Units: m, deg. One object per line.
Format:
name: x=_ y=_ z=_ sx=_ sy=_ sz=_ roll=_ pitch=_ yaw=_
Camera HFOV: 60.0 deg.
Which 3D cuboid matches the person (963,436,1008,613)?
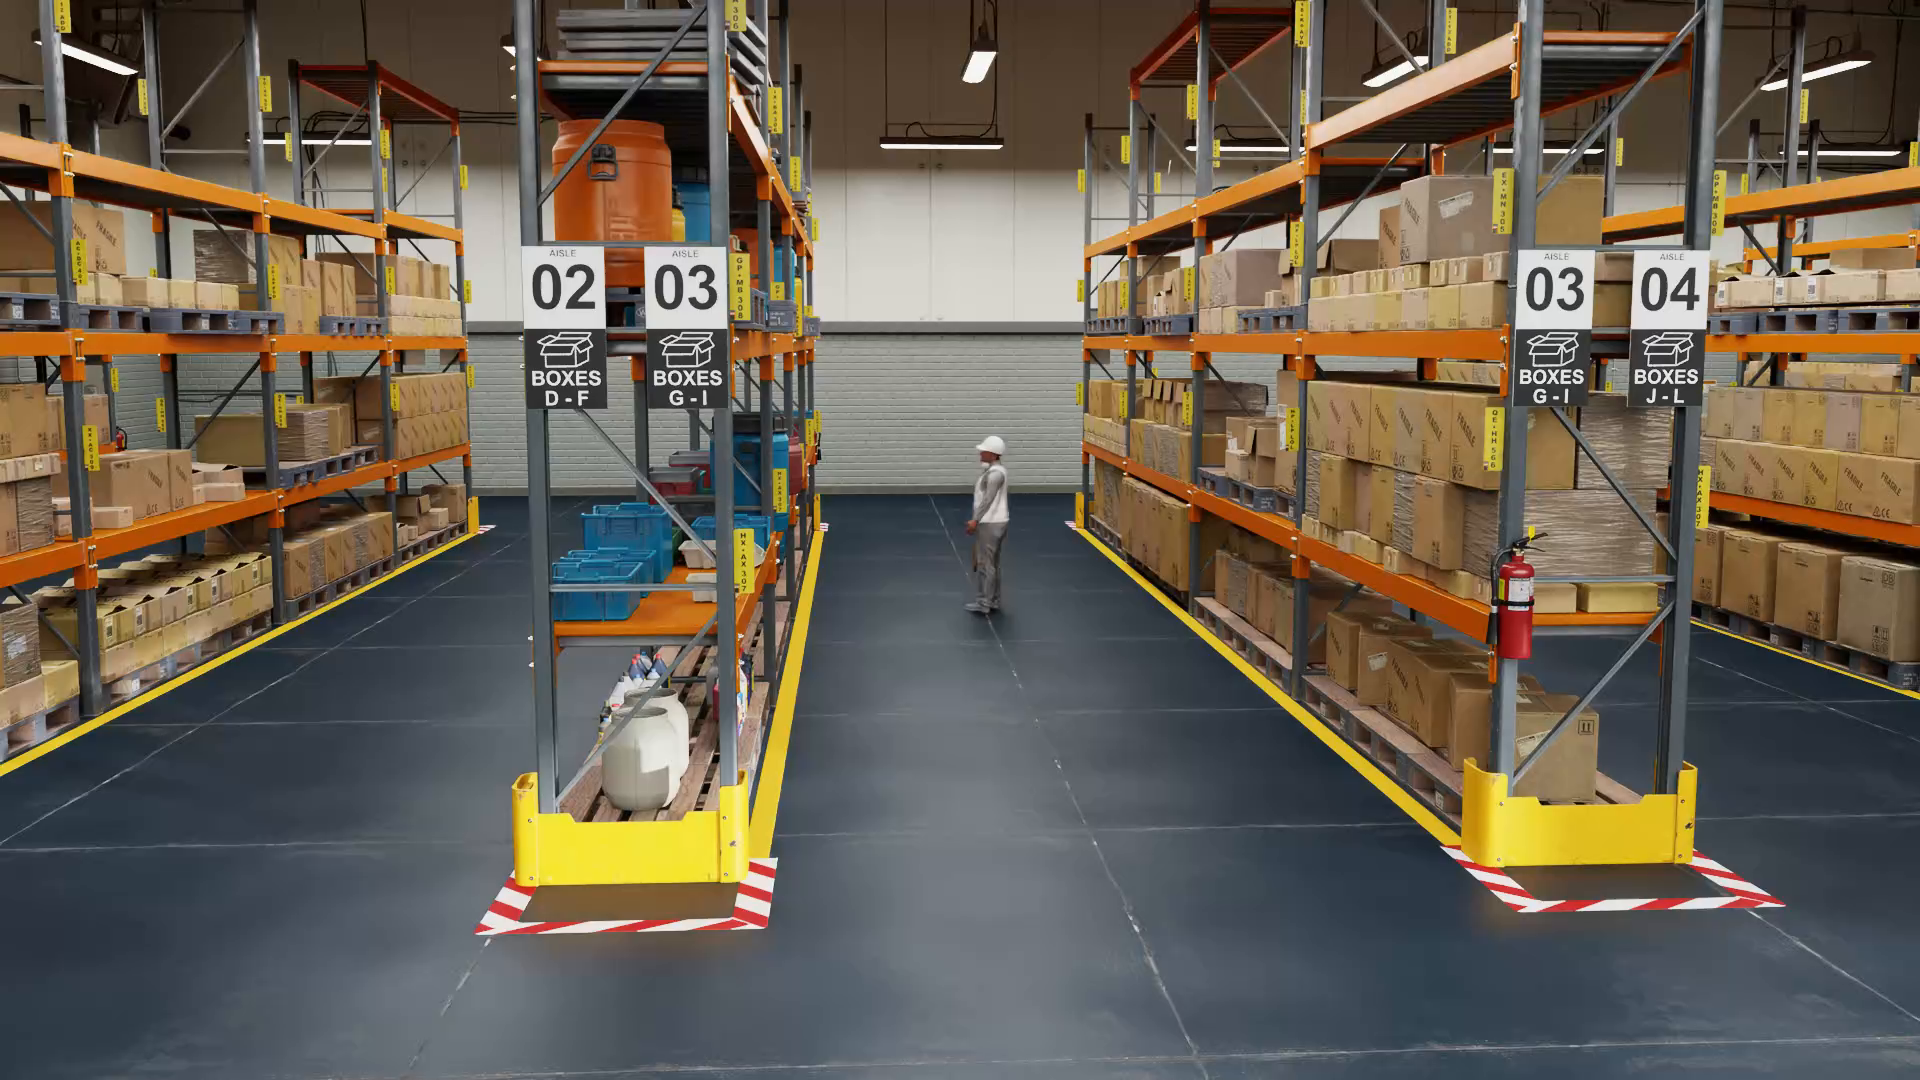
person: x=0.264 y=-0.161 z=16.834 sx=0.452 sy=1.777 sz=0.581 roll=1 pitch=7 yaw=4
